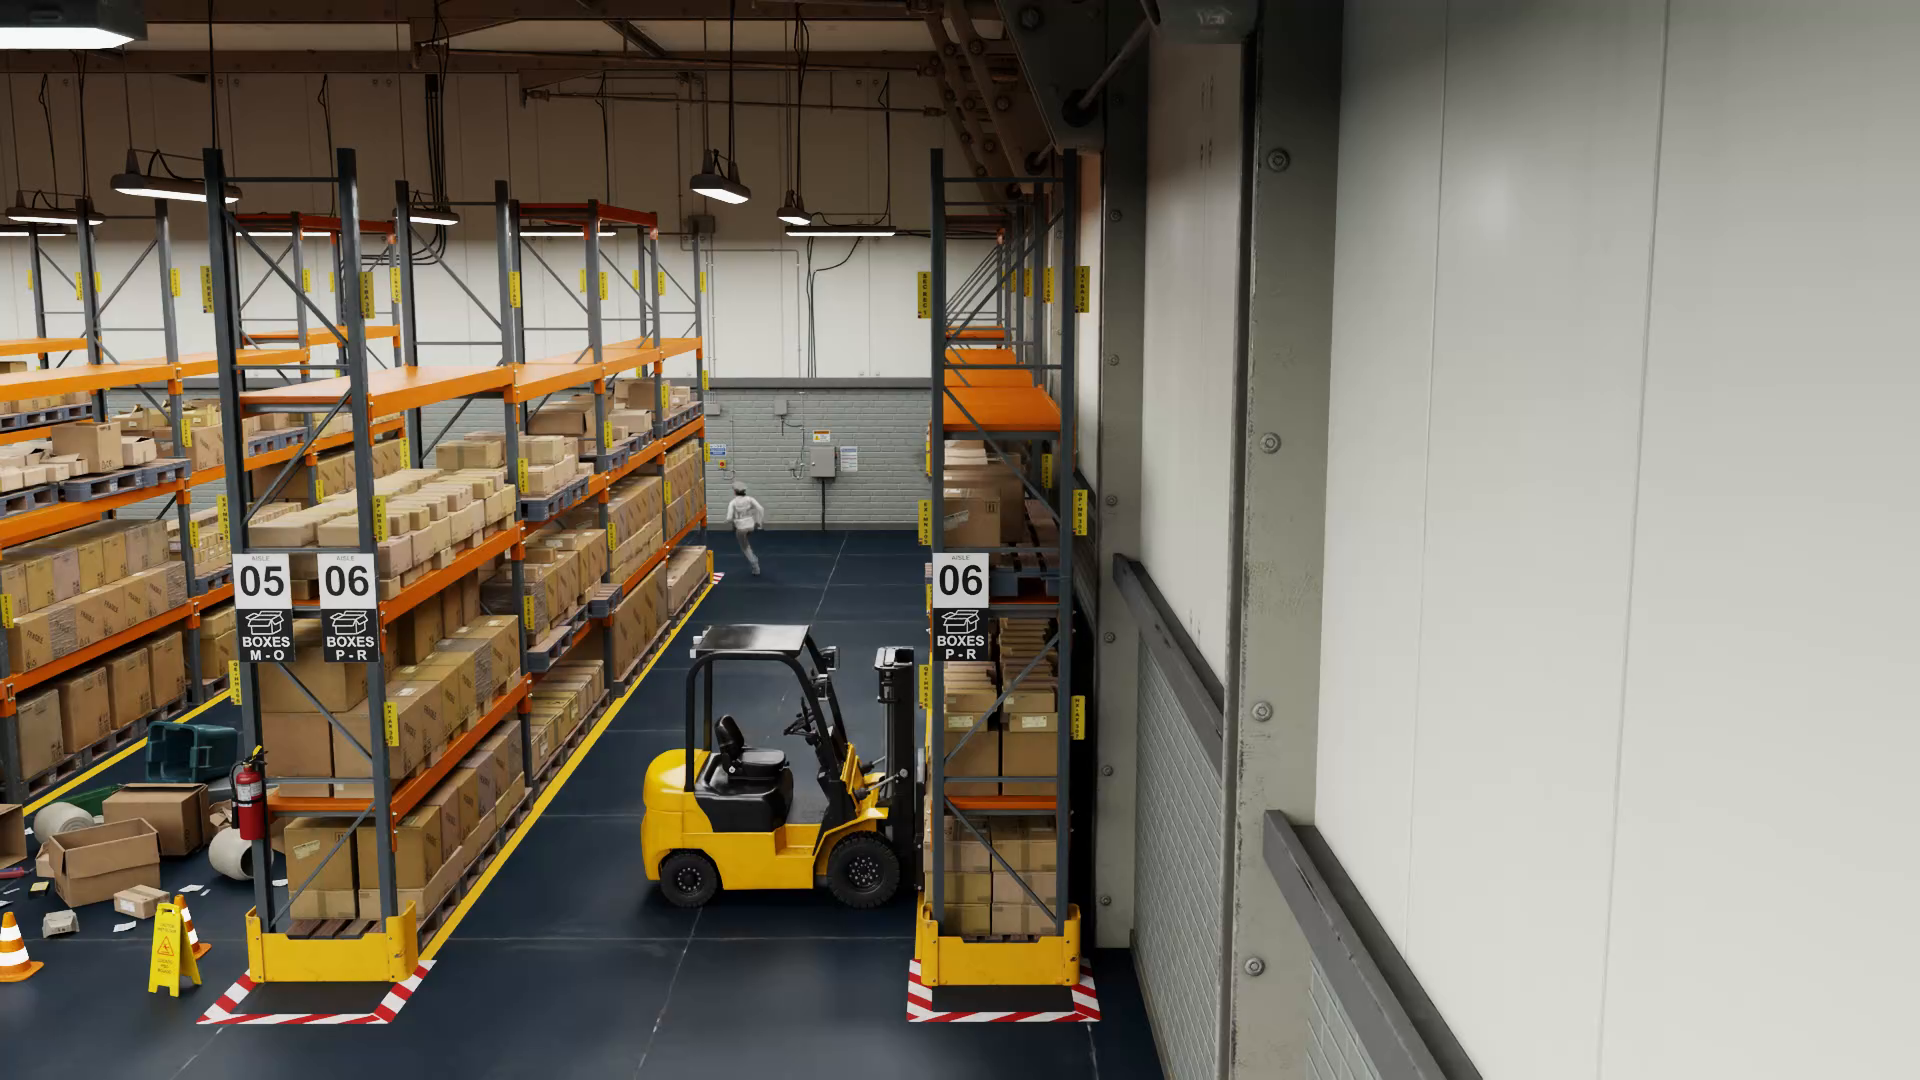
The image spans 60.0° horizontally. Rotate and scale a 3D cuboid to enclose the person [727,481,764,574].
[{"bbox_3d":[-3.762,-0.219,28.626,0.614,1.625,0.580,-8,12,-40],"label":"person"}]
